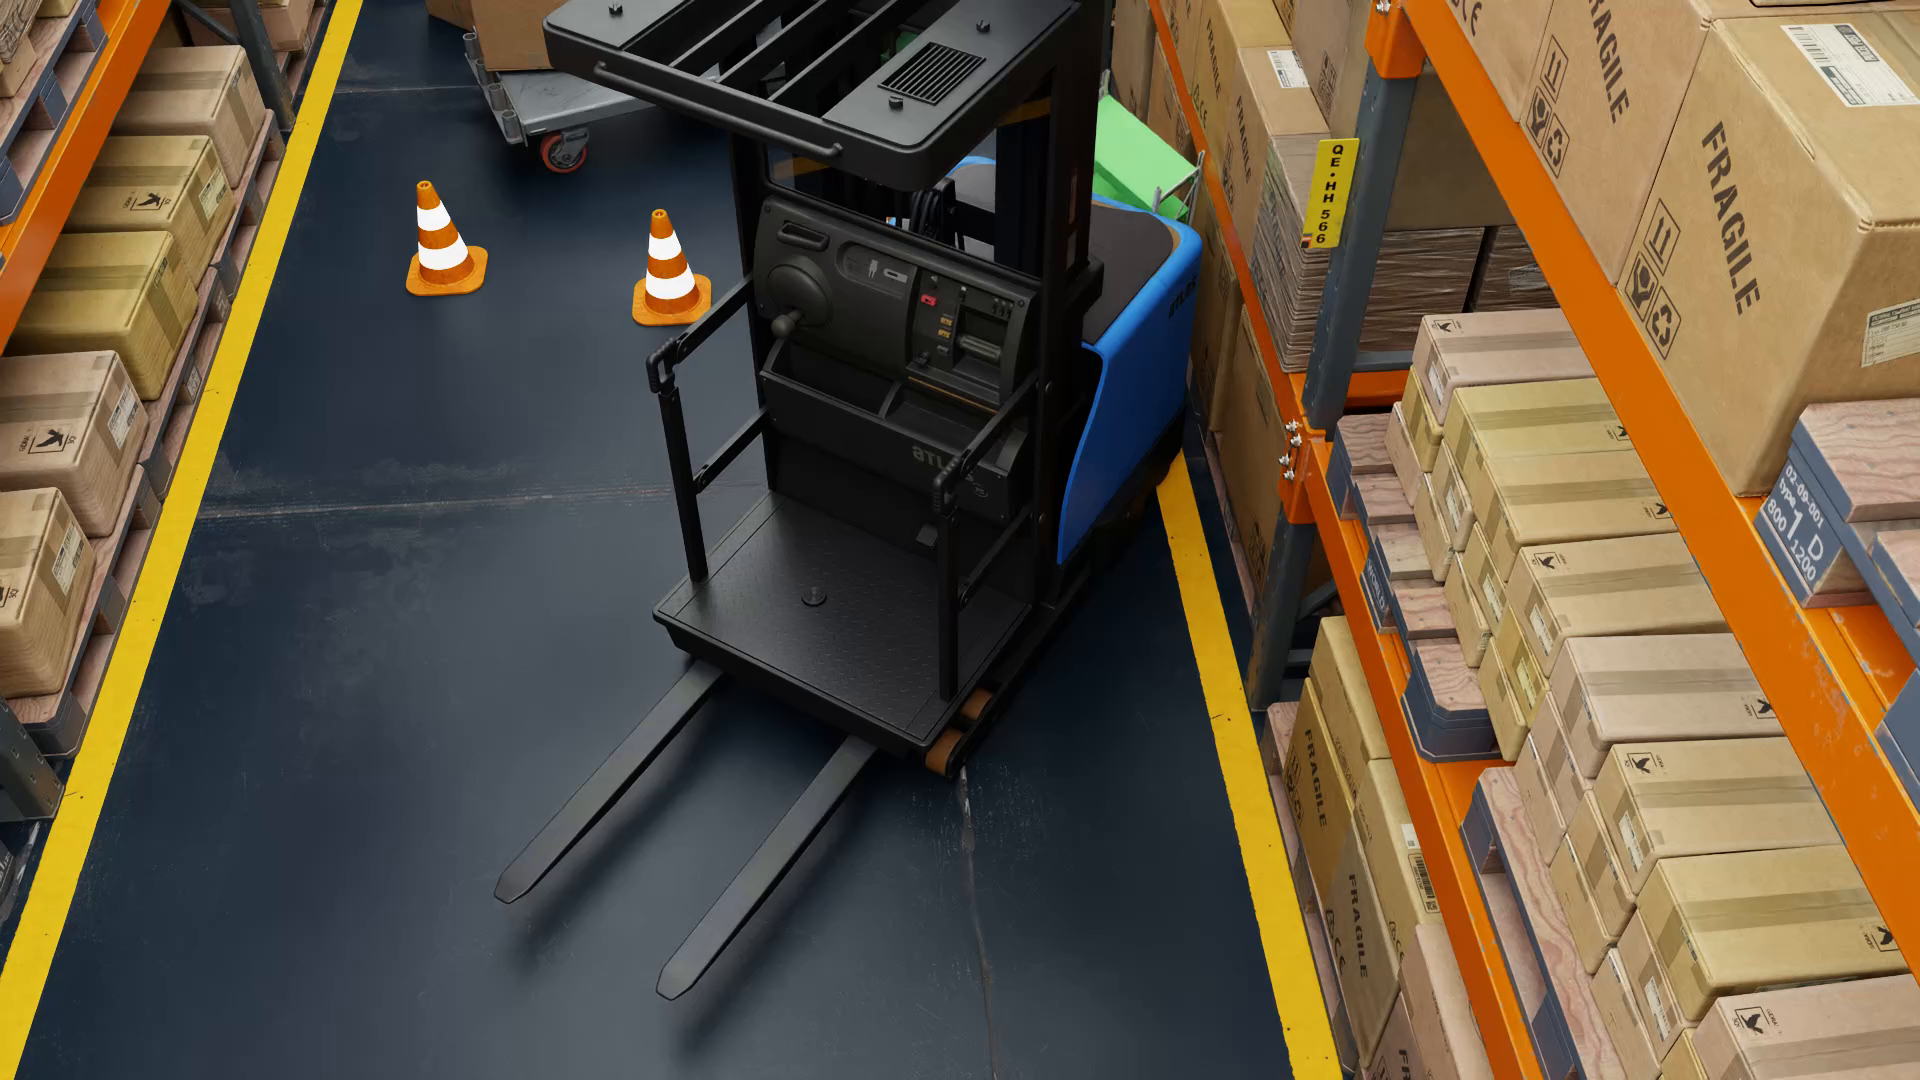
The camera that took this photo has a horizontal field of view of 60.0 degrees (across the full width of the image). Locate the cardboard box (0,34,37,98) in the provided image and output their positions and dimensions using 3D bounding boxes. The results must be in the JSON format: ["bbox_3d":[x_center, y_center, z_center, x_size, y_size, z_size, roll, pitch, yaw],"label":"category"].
[{"bbox_3d":[-3.365,-1.615,5.597,0.380,0.149,0.250,-2,47,-2],"label":"cardboard box"}]

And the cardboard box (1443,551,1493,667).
[{"bbox_3d":[1.370,0.155,3.921,0.380,0.149,0.250,-1,47,-1],"label":"cardboard box"}]

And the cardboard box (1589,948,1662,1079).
[{"bbox_3d":[1.458,0.913,3.203,0.380,0.149,0.250,-5,47,-5],"label":"cardboard box"}]

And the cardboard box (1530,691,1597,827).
[{"bbox_3d":[1.420,0.441,3.445,0.380,0.149,0.250,-3,47,-3],"label":"cardboard box"}]

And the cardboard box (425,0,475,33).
[{"bbox_3d":[-2.505,-3.032,8.775,0.500,0.500,0.500,27,52,23],"label":"cardboard box"}]

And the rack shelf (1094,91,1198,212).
[{"bbox_3d":[0.614,-1.388,6.085,0.258,0.148,0.480,-40,71,-15],"label":"rack shelf"}]

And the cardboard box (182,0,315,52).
[{"bbox_3d":[-3.551,-2.674,8.322,0.500,0.250,0.500,-5,47,-5],"label":"cardboard box"}]

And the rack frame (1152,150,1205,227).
[{"bbox_3d":[0.782,-1.055,6.390,0.240,1.200,0.015,-40,71,-15],"label":"rack frame"}]

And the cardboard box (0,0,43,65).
[{"bbox_3d":[-3.379,-1.882,5.403,0.500,0.500,0.500,-5,47,-5],"label":"cardboard box"}]

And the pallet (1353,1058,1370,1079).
[{"bbox_3d":[1.651,1.893,4.312,1.003,0.211,1.213,-3,47,-3],"label":"pallet"}]

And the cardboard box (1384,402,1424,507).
[{"bbox_3d":[1.325,-0.234,4.290,0.380,0.149,0.250,-4,47,-4],"label":"cardboard box"}]

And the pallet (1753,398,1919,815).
[{"bbox_3d":[1.788,0.212,2.047,1.213,0.211,1.003,-3,47,-3],"label":"pallet"}]

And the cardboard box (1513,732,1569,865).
[{"bbox_3d":[1.419,0.543,3.554,0.380,0.149,0.250,-2,47,-2],"label":"cardboard box"}]

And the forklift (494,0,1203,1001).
[{"bbox_3d":[-0.324,-0.616,4.815,1.130,2.935,3.031,24,51,21],"label":"forklift"}]

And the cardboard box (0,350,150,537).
[{"bbox_3d":[-3.543,-0.322,6.009,0.950,0.372,0.625,-4,47,-4],"label":"cardboard box"}]

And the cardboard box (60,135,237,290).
[{"bbox_3d":[-3.661,-1.374,7.006,0.950,0.372,0.625,-1,47,-1],"label":"cardboard box"}]

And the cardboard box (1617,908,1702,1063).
[{"bbox_3d":[1.464,0.816,3.090,0.380,0.149,0.250,-2,47,-2],"label":"cardboard box"}]

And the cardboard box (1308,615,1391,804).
[{"bbox_3d":[1.305,0.459,4.666,0.500,0.250,0.500,-5,47,-5],"label":"cardboard box"}]

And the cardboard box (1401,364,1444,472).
[{"bbox_3d":[1.329,-0.311,4.157,0.380,0.149,0.250,-2,47,-2],"label":"cardboard box"}]

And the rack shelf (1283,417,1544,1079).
[{"bbox_3d":[1.656,1.182,3.560,1.077,0.370,4.000,-3,47,-3],"label":"rack shelf"}]

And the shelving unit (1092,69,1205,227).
[{"bbox_3d":[0.618,-1.219,6.465,0.258,1.200,0.503,-40,71,-15],"label":"shelving unit"}]

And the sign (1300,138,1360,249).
[{"bbox_3d":[0.935,-0.874,4.215,0.100,0.325,0.005,-3,47,-3],"label":"sign"}]

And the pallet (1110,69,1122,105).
[{"bbox_3d":[1.293,-1.894,7.898,1.003,0.211,1.213,-3,47,-3],"label":"pallet"}]

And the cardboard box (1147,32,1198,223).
[{"bbox_3d":[1.372,-1.635,6.993,1.050,0.750,0.750,-3,47,-3],"label":"cardboard box"}]

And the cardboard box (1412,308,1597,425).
[{"bbox_3d":[1.334,-0.426,4.061,0.380,0.149,0.250,-3,47,-3],"label":"cardboard box"}]

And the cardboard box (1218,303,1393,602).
[{"bbox_3d":[1.527,-0.329,5.756,1.050,0.750,0.750,-4,47,-4],"label":"cardboard box"}]

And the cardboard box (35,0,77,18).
[{"bbox_3d":[-3.382,-1.996,5.958,0.380,0.149,0.250,-4,47,-3],"label":"cardboard box"}]

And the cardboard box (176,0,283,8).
[{"bbox_3d":[-3.551,-2.932,8.049,0.500,0.500,0.500,-1,47,-1],"label":"cardboard box"}]

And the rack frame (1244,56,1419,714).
[{"bbox_3d":[1.488,-0.512,4.669,1.000,3.000,0.127,-3,47,-3],"label":"rack frame"}]

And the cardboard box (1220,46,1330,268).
[{"bbox_3d":[1.143,-1.217,5.268,0.500,0.500,0.500,-3,47,-3],"label":"cardboard box"}]

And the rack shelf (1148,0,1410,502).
[{"bbox_3d":[1.321,-1.712,6.301,1.077,0.370,4.000,-3,47,-3],"label":"rack shelf"}]

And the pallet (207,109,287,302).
[{"bbox_3d":[-3.704,-1.510,7.535,1.003,0.211,1.213,-3,47,-3],"label":"pallet"}]

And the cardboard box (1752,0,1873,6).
[{"bbox_3d":[1.351,-0.977,2.447,0.396,0.266,0.258,-3,47,-3],"label":"cardboard box"}]

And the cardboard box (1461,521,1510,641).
[{"bbox_3d":[1.379,0.078,3.789,0.380,0.149,0.250,-5,47,-5],"label":"cardboard box"}]

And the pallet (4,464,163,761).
[{"bbox_3d":[-3.500,0.255,5.863,1.003,0.211,1.213,-3,47,-3],"label":"pallet"}]

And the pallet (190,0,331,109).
[{"bbox_3d":[-3.862,-2.557,8.526,1.003,0.211,1.213,-3,47,-3],"label":"pallet"}]

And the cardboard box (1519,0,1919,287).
[{"bbox_3d":[1.320,-0.787,2.795,0.500,0.500,0.500,-3,47,-3],"label":"cardboard box"}]

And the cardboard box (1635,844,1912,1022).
[{"bbox_3d":[1.463,0.703,2.992,0.380,0.149,0.250,-4,47,-4],"label":"cardboard box"}]

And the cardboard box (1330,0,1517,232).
[{"bbox_3d":[1.461,-1.216,4.578,0.700,0.500,0.500,-4,47,-4],"label":"cardboard box"}]

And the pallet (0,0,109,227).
[{"bbox_3d":[-3.642,-1.502,5.739,1.003,0.211,1.213,-3,47,-3],"label":"pallet"}]

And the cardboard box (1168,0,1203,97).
[{"bbox_3d":[1.054,-1.949,5.961,0.500,0.500,0.500,-3,47,-3],"label":"cardboard box"}]

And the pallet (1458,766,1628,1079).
[{"bbox_3d":[1.695,0.983,3.385,1.003,0.211,1.213,-3,47,-3],"label":"pallet"}]

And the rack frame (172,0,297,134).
[{"bbox_3d":[-3.771,-3.032,7.056,1.000,3.000,0.127,-3,47,-3],"label":"rack frame"}]

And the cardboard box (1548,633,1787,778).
[{"bbox_3d":[1.421,0.331,3.345,0.380,0.149,0.250,-2,47,-1],"label":"cardboard box"}]

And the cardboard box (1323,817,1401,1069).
[{"bbox_3d":[1.339,1.094,4.581,0.500,0.500,0.500,-3,47,-3],"label":"cardboard box"}]

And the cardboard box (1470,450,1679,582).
[{"bbox_3d":[1.375,-0.057,3.712,0.380,0.149,0.250,-4,47,-4],"label":"cardboard box"}]

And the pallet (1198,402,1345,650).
[{"bbox_3d":[1.497,-0.128,6.226,1.003,0.211,1.213,-3,47,-3],"label":"pallet"}]

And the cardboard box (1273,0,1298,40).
[{"bbox_3d":[1.372,-1.953,5.276,0.700,0.500,0.500,-4,47,-4],"label":"cardboard box"}]

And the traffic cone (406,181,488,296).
[{"bbox_3d":[-2.272,-1.348,7.208,0.336,0.463,0.334,-3,47,-3],"label":"traffic cone"}]

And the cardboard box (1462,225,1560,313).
[{"bbox_3d":[1.720,-0.888,4.956,0.500,0.500,0.500,-3,47,-3],"label":"cardboard box"}]

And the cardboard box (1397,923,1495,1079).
[{"bbox_3d":[1.376,1.184,3.978,0.500,0.250,0.500,-3,47,-3],"label":"cardboard box"}]
